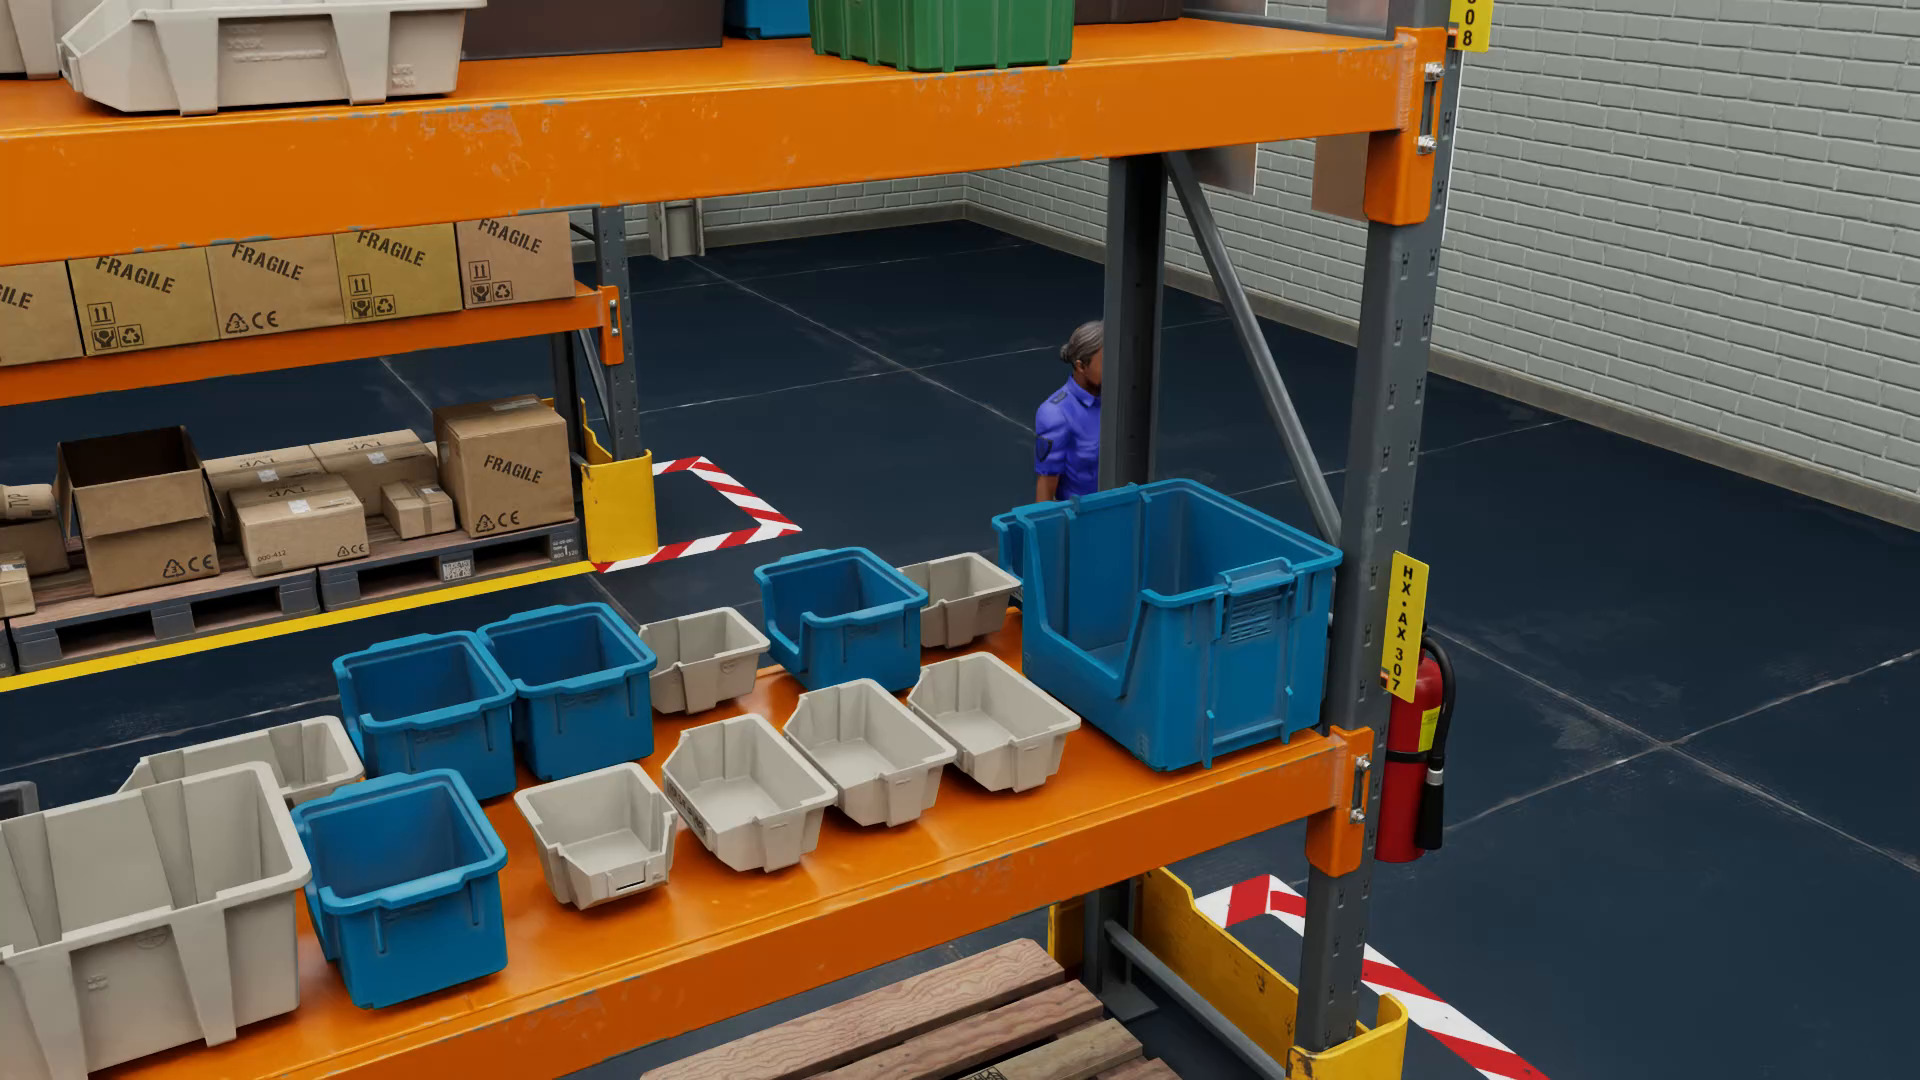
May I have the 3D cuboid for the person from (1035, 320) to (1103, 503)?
[{"bbox_3d":[0.424,0.003,6.091,0.488,1.682,0.376,-20,30,-41],"label":"person"}]
